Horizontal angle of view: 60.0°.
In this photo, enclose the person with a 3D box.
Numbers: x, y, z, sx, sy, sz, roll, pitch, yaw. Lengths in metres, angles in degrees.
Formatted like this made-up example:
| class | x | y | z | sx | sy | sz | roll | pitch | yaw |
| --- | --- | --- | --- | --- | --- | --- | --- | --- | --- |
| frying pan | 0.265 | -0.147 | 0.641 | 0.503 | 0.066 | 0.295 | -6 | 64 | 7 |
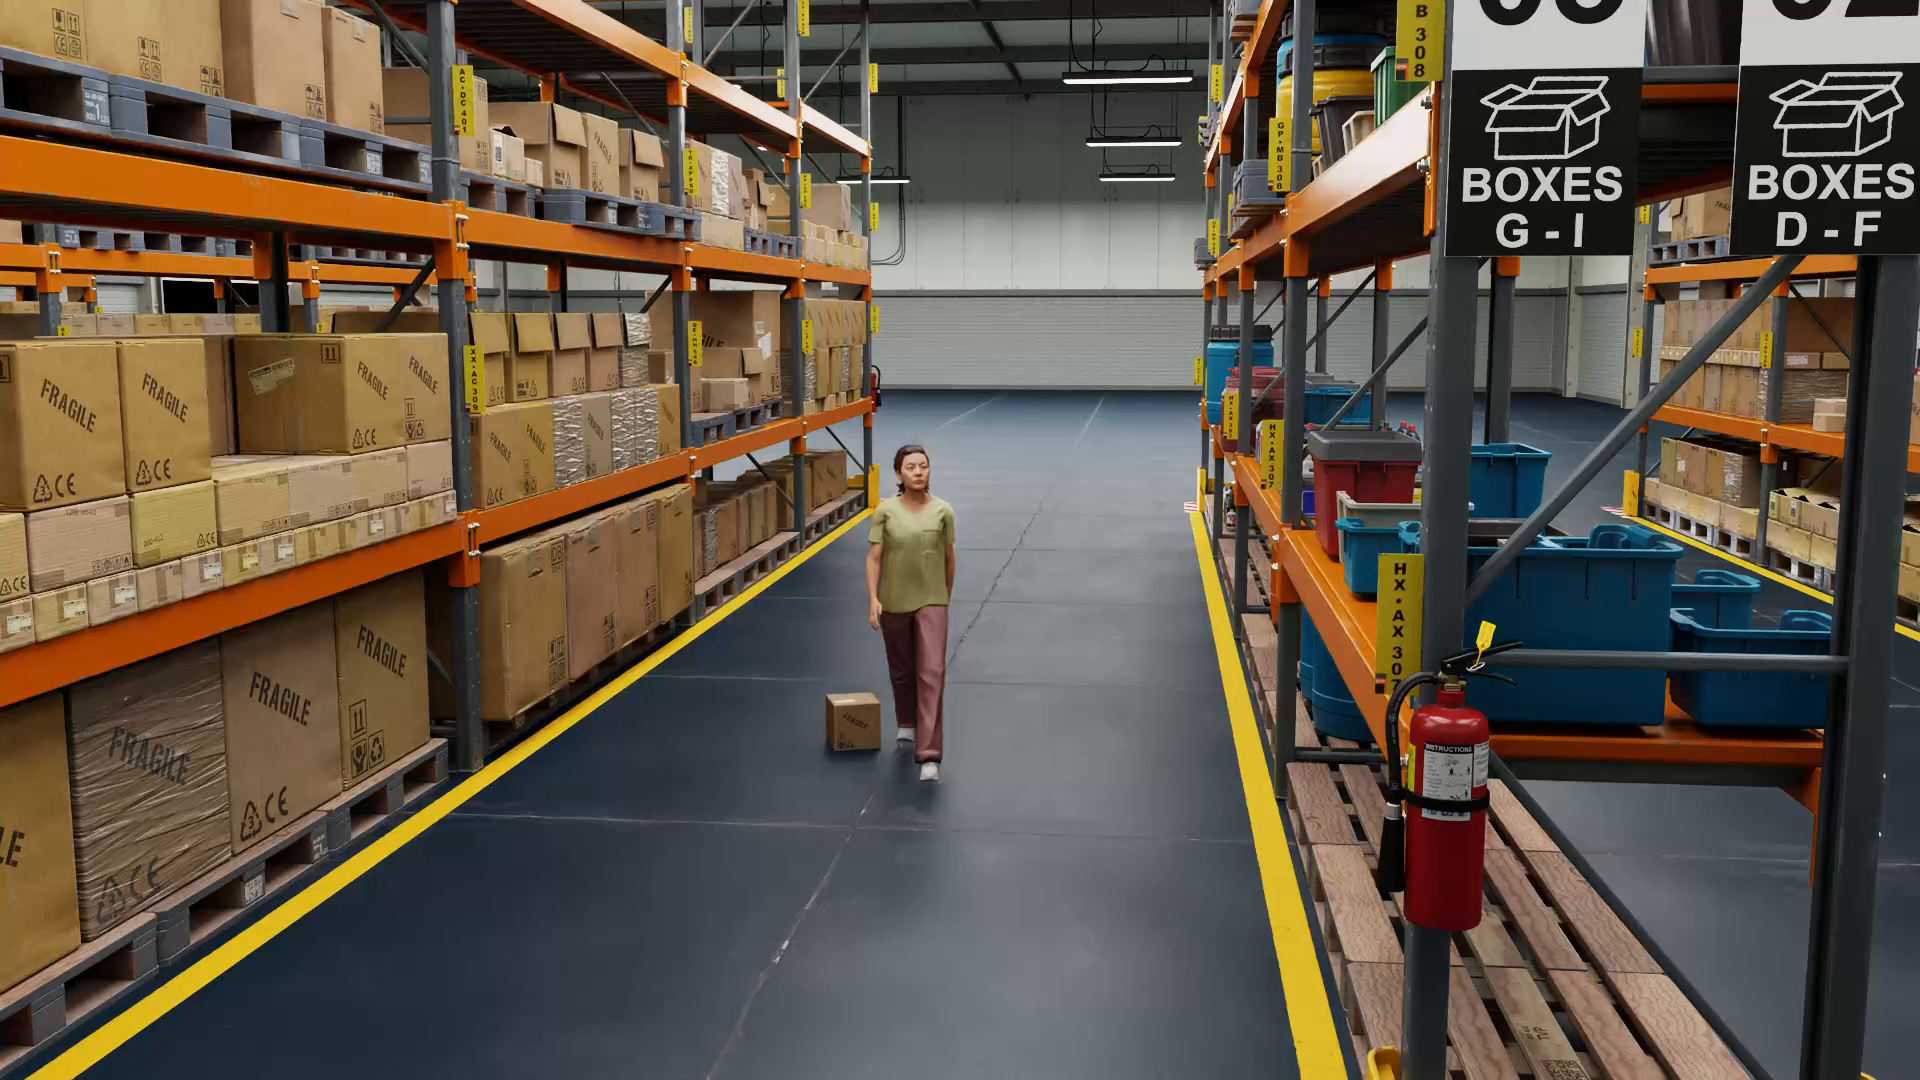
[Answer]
| class | x | y | z | sx | sy | sz | roll | pitch | yaw |
| --- | --- | --- | --- | --- | --- | --- | --- | --- | --- |
| person | -0.247 | 0.331 | 8.340 | 0.450 | 1.614 | 1.027 | 0 | 8 | 2 |
